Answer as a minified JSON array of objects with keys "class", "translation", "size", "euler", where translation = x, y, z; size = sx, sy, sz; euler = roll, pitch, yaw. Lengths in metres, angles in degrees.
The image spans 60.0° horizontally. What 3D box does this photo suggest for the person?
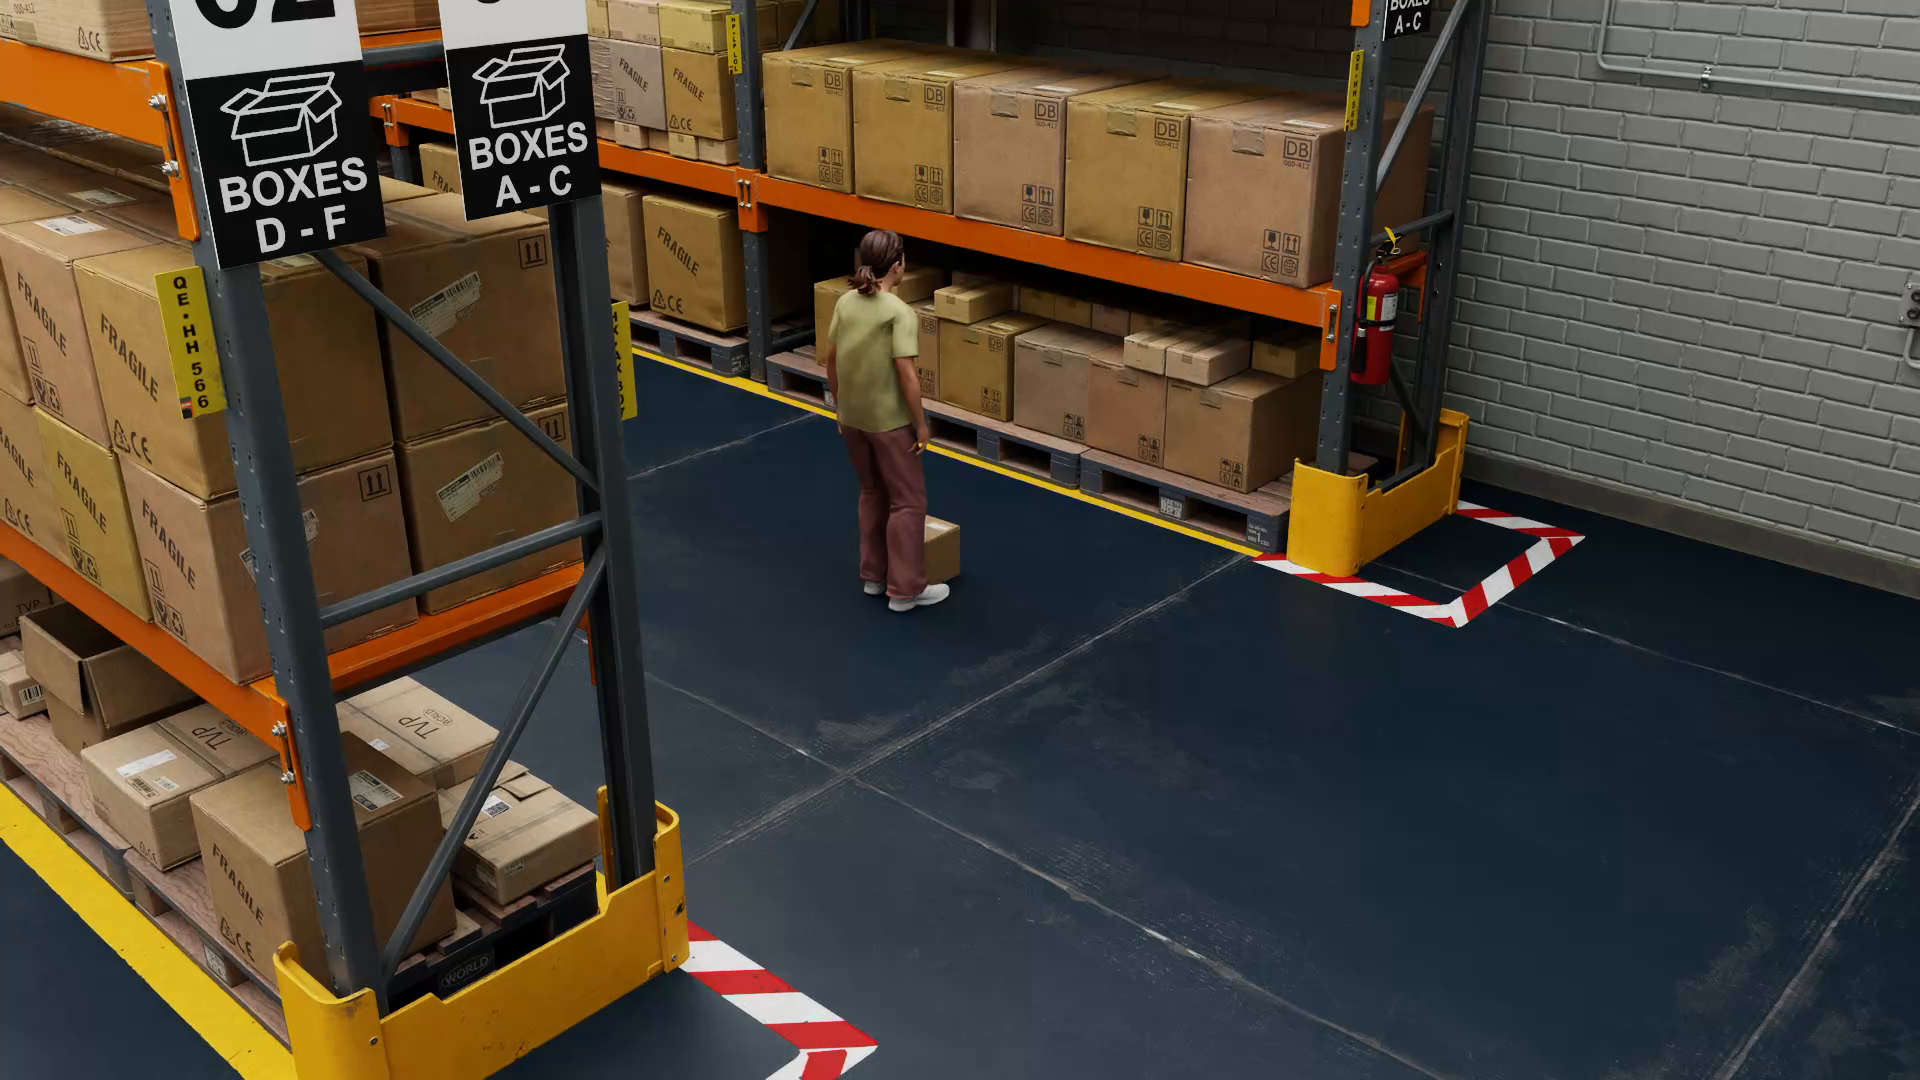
[{"class":"person","translation":[-0.319,-0.526,7.285],"size":[0.519,1.671,0.417],"euler":[18,30,34]}]
